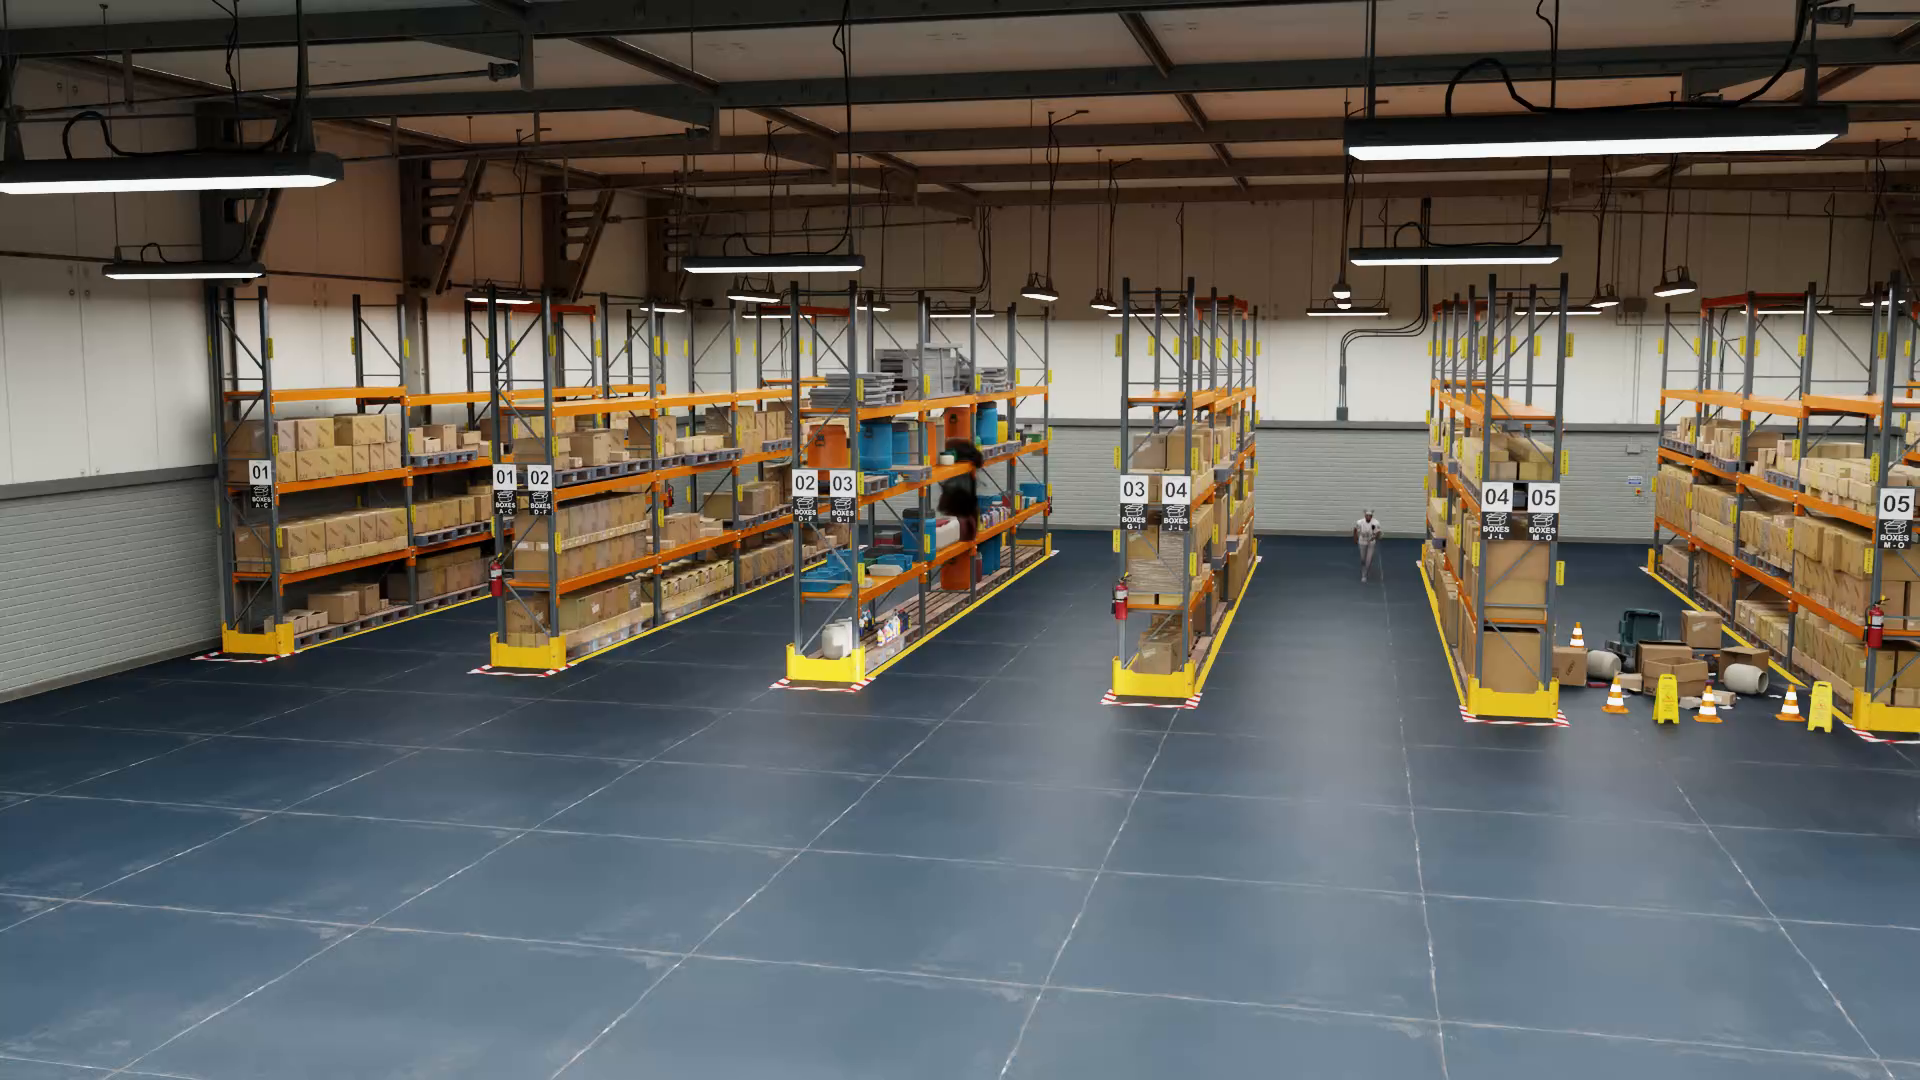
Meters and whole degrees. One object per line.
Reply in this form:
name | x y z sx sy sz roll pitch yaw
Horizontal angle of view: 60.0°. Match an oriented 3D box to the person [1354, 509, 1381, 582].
person | 8.776 0.107 35.854 0.564 1.618 0.694 1 7 8
